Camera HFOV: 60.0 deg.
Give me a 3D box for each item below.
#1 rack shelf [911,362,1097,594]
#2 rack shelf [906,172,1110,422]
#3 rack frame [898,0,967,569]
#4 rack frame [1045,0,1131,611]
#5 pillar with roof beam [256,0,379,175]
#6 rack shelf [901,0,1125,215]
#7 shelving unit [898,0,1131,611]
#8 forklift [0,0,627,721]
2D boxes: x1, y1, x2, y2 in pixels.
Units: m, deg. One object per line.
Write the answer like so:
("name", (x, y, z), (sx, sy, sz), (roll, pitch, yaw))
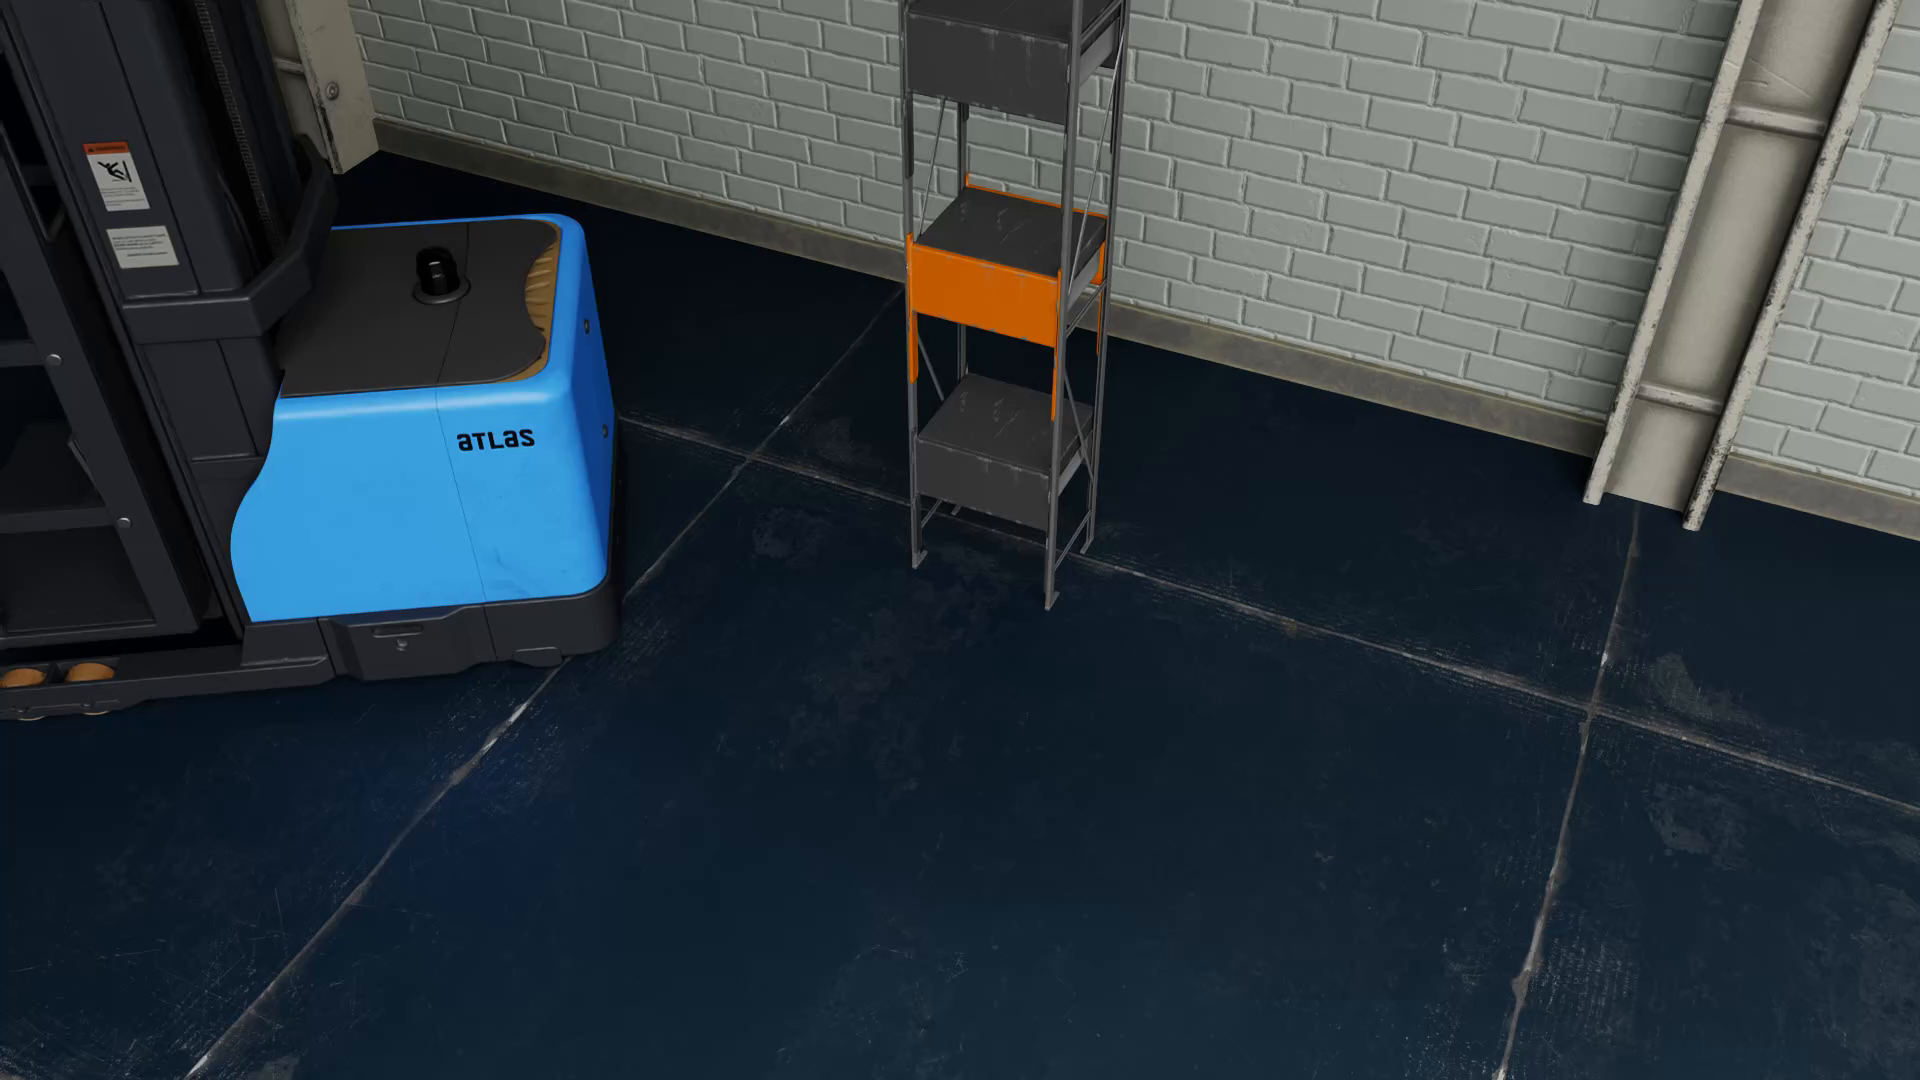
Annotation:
("rack shelf", (0.150, -0.208, 5.477), (0.480, 0.518, 0.431), (17, 44, 19))
("rack shelf", (0.150, -0.737, 5.018), (0.480, 0.518, 0.431), (17, 44, 19))
("rack frame", (-0.071, -0.815, 5.087), (0.015, 2.100, 0.400), (17, 44, 19))
("rack frame", (0.371, -0.680, 4.931), (0.015, 2.100, 0.400), (17, 44, 19))
("pillar with roof beam", (-4.803, -2.682, 1.973), (0.400, 9.000, 9.100), (17, 44, 19))
("rack shelf", (0.150, -1.266, 4.560), (0.480, 0.518, 0.431), (17, 44, 19))
("shelving unit", (0.150, -0.748, 5.009), (0.503, 2.100, 0.431), (17, 44, 19))
("forklift", (-2.640, -0.921, 4.575), (3.031, 2.935, 1.130), (-5, 41, -5))
